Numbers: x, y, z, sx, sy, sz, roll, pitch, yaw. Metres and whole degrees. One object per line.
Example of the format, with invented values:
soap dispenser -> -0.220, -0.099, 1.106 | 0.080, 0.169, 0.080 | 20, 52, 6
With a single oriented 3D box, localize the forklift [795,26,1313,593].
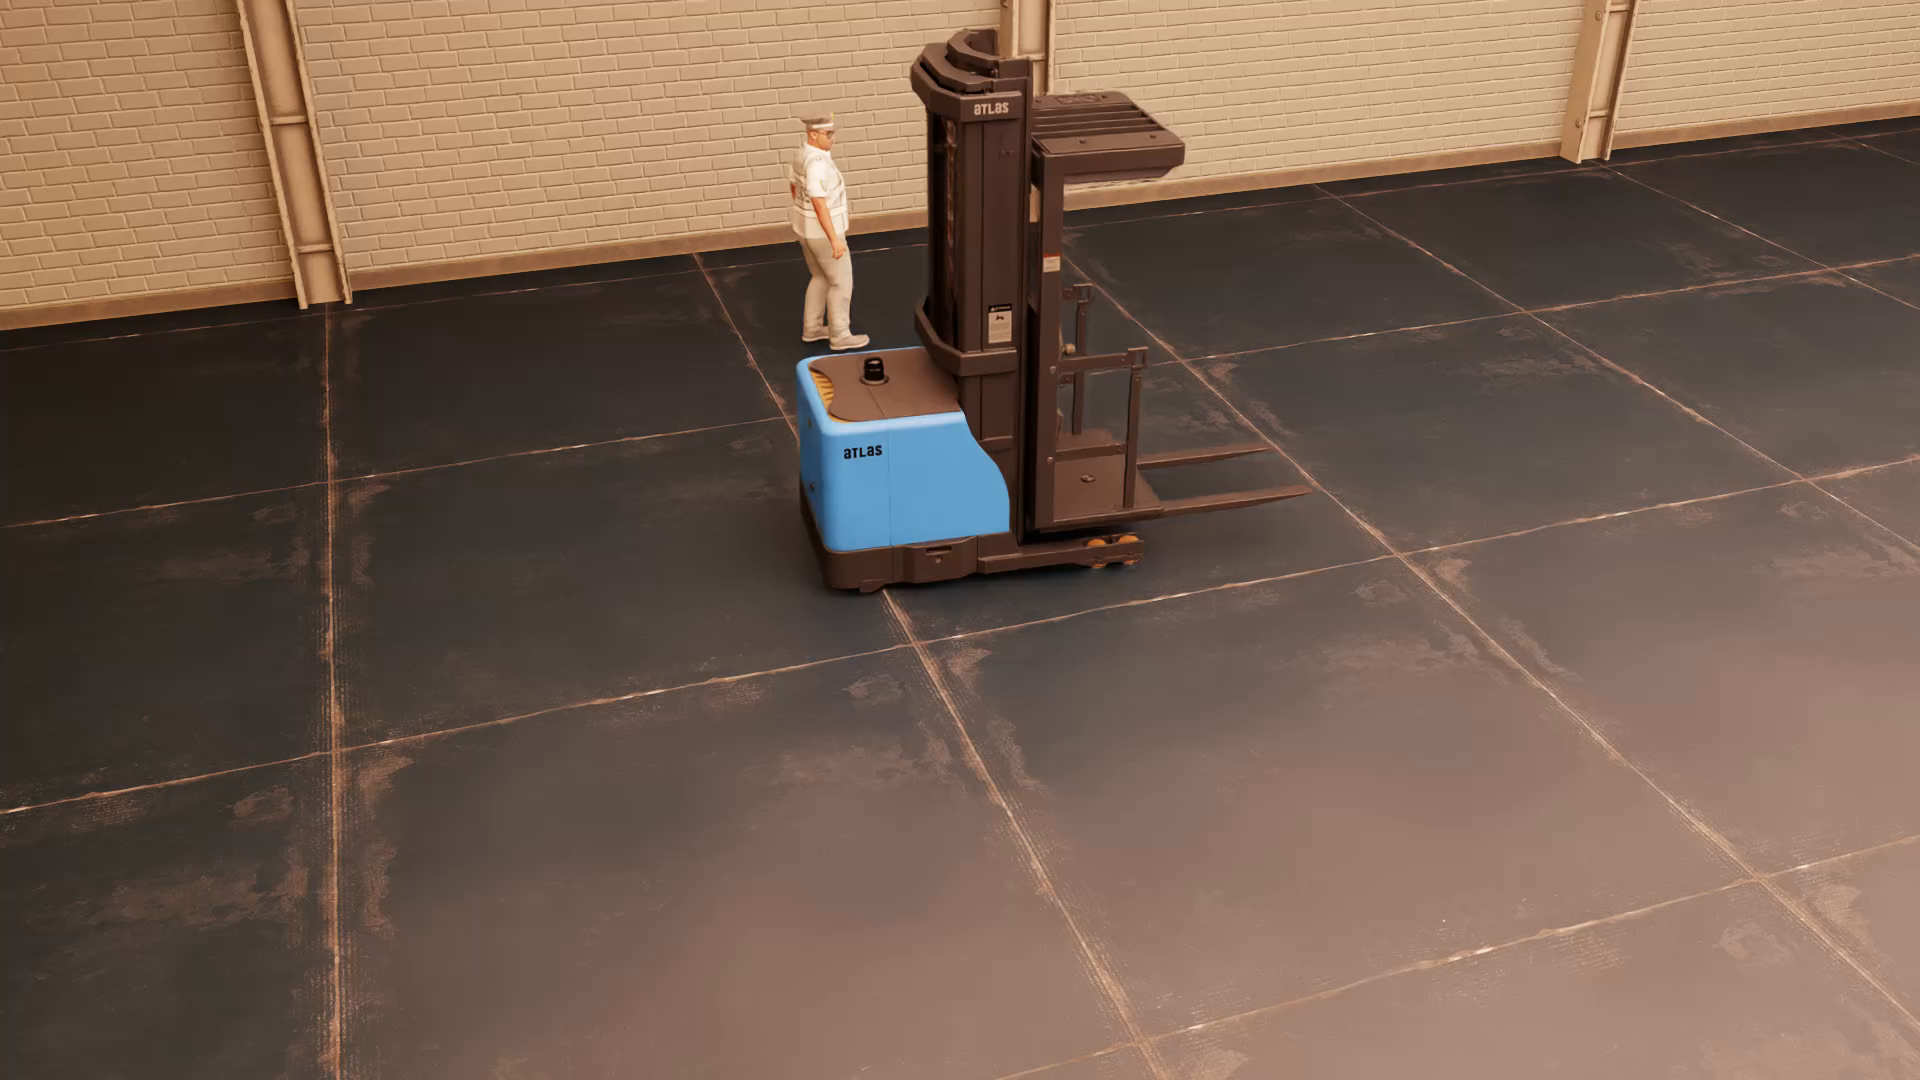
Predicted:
forklift -> 0.597, -1.353, 9.439 | 3.031, 2.935, 1.130 | -7, 31, -12

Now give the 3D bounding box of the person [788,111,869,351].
person -> -0.970, -2.273, 12.220 | 0.478, 1.752, 0.699 | -15, 33, -24
